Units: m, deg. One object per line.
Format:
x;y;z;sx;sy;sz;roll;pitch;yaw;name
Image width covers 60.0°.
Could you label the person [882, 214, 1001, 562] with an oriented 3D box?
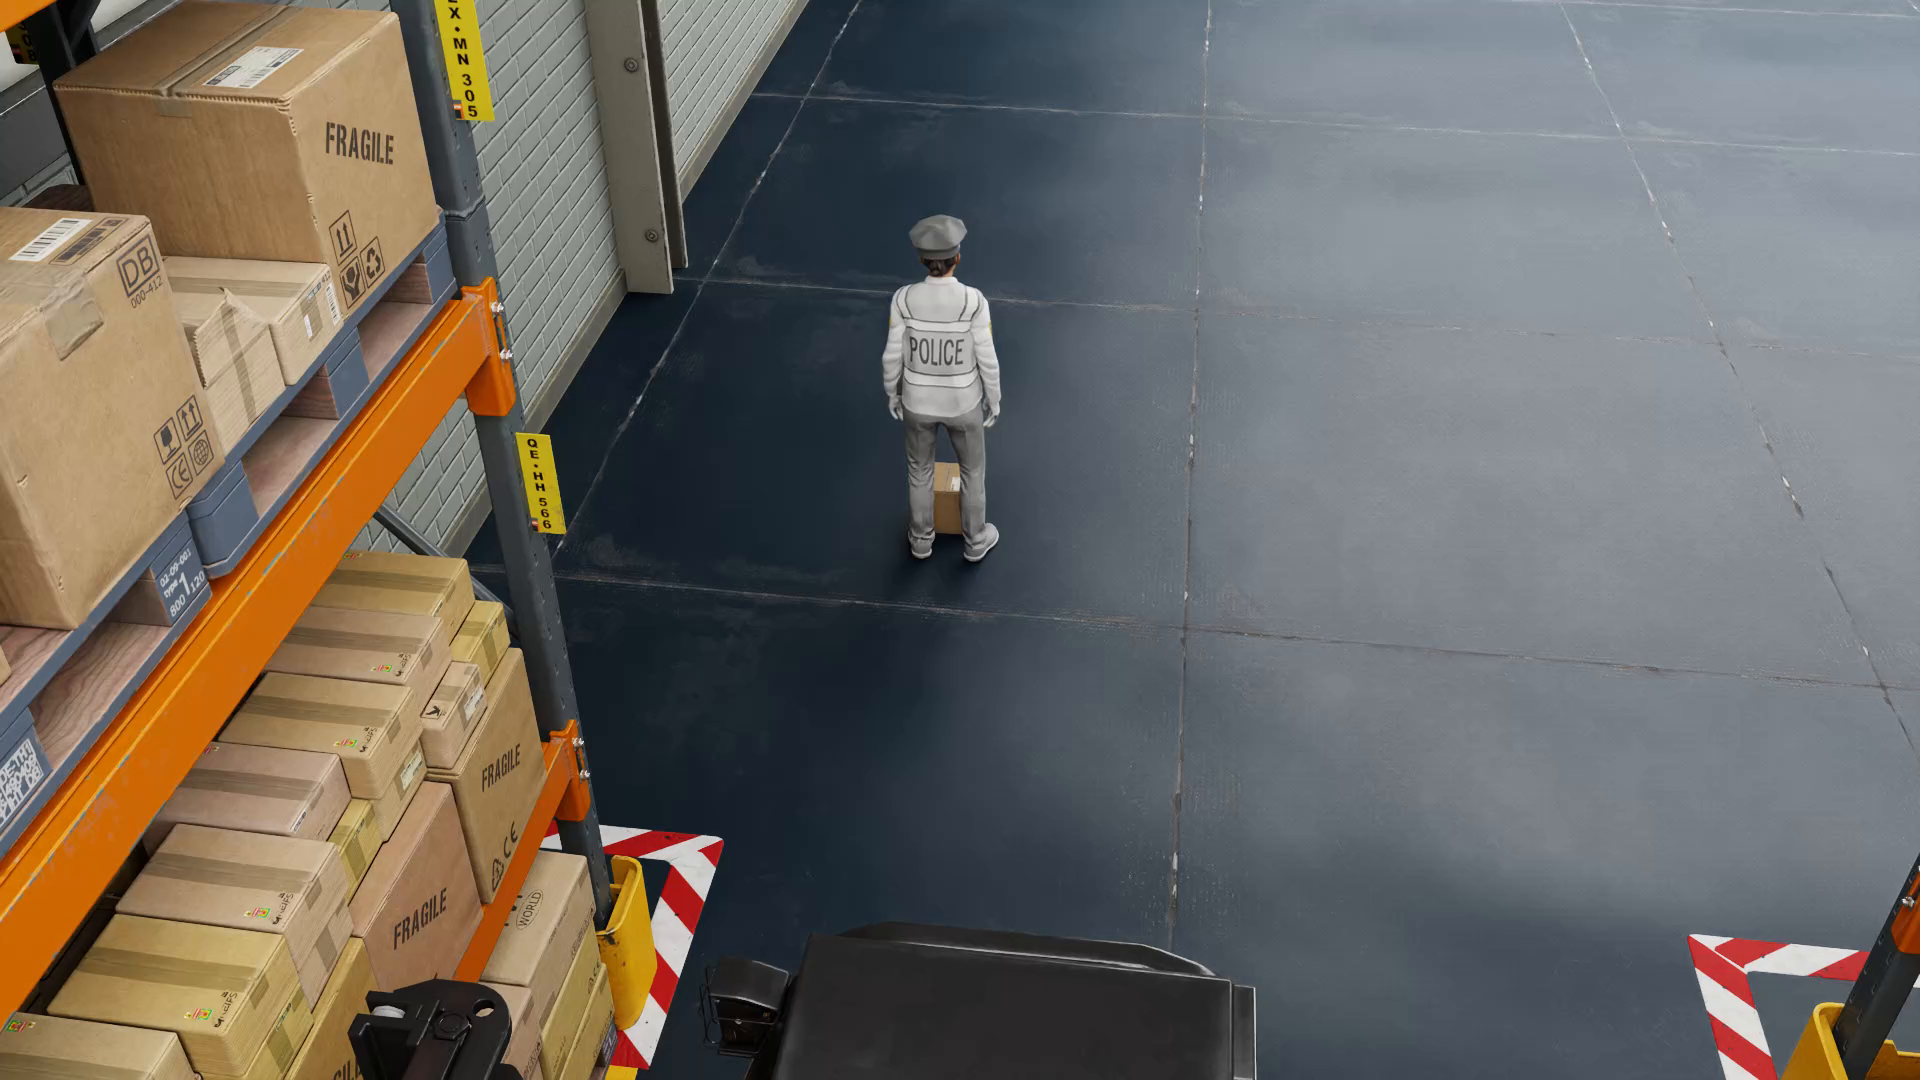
-0.078;-0.630;7.502;0.529;1.663;0.374;5;37;6;person
